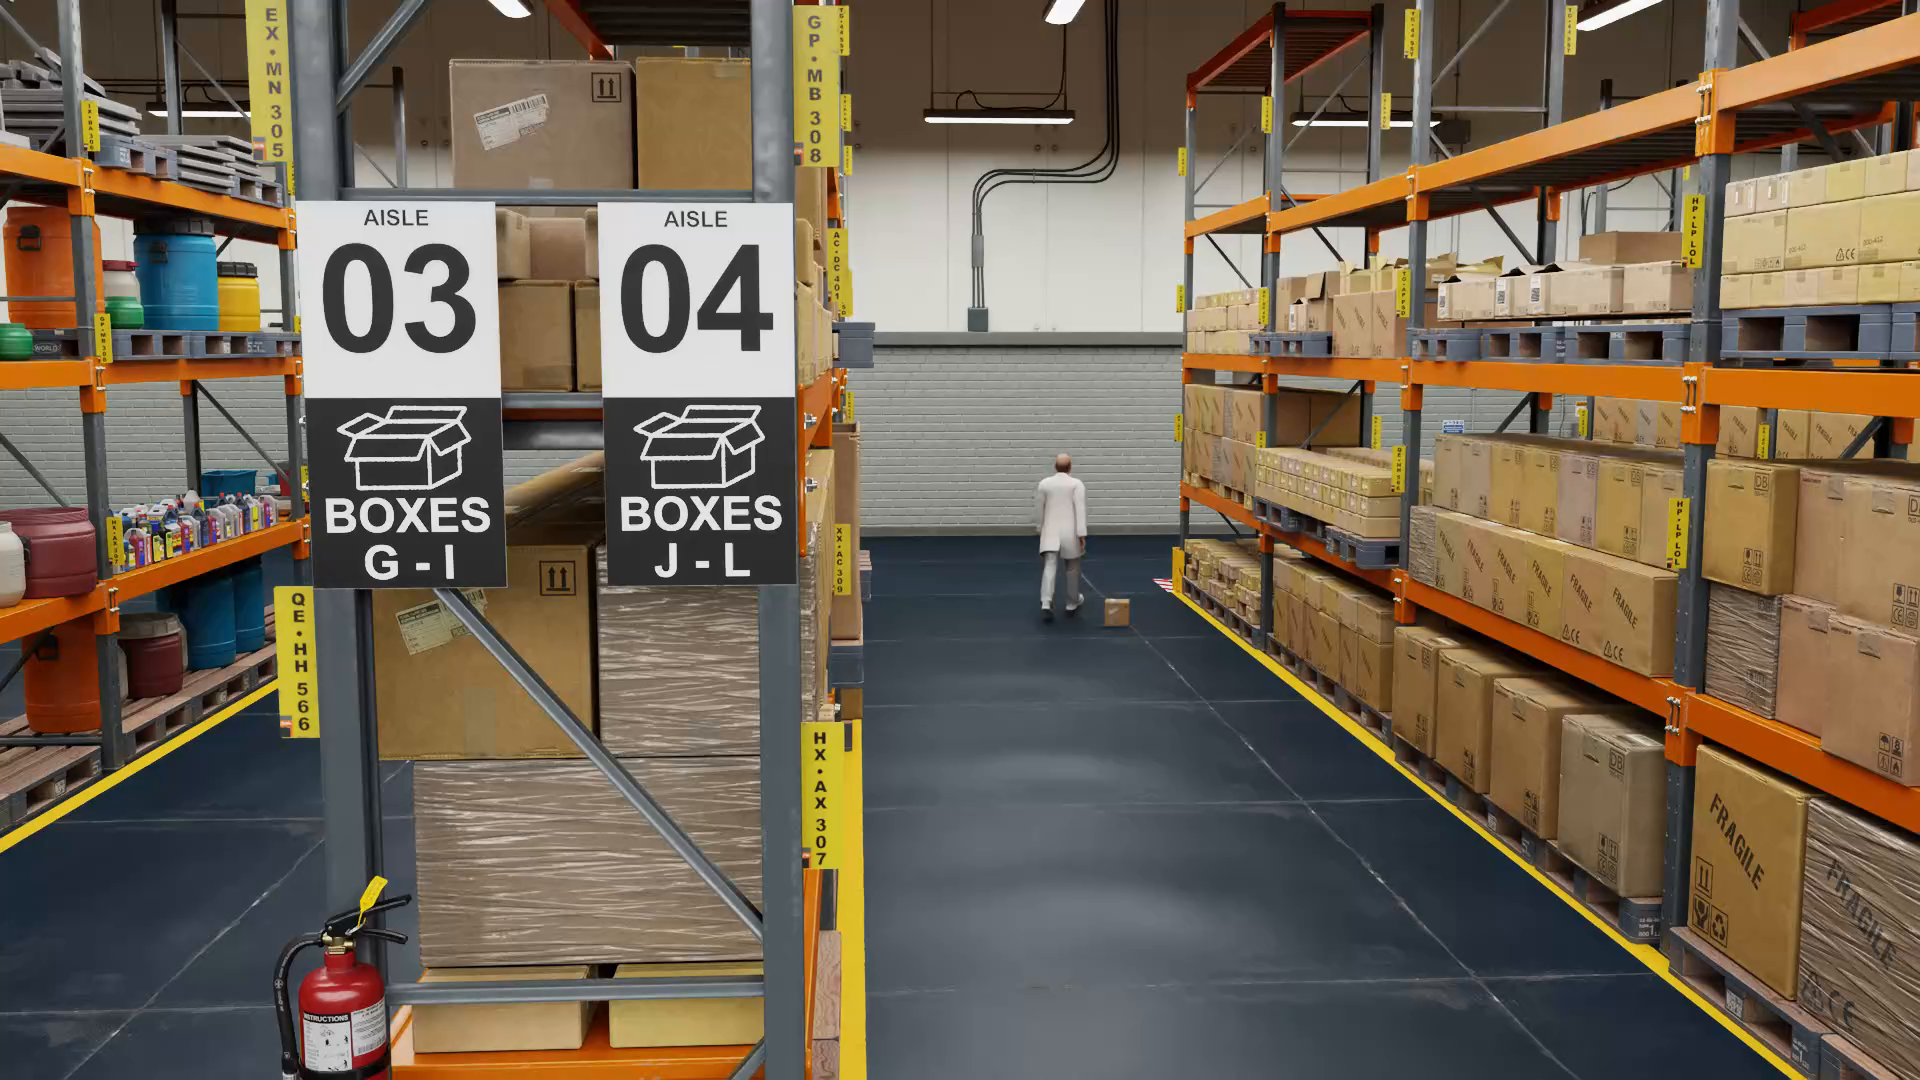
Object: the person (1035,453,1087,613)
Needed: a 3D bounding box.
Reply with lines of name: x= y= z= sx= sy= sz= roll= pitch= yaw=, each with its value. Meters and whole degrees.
person: x=1.099 y=-0.070 z=17.964 sx=0.617 sy=1.737 sz=1.147 roll=2 pitch=7 yaw=15
